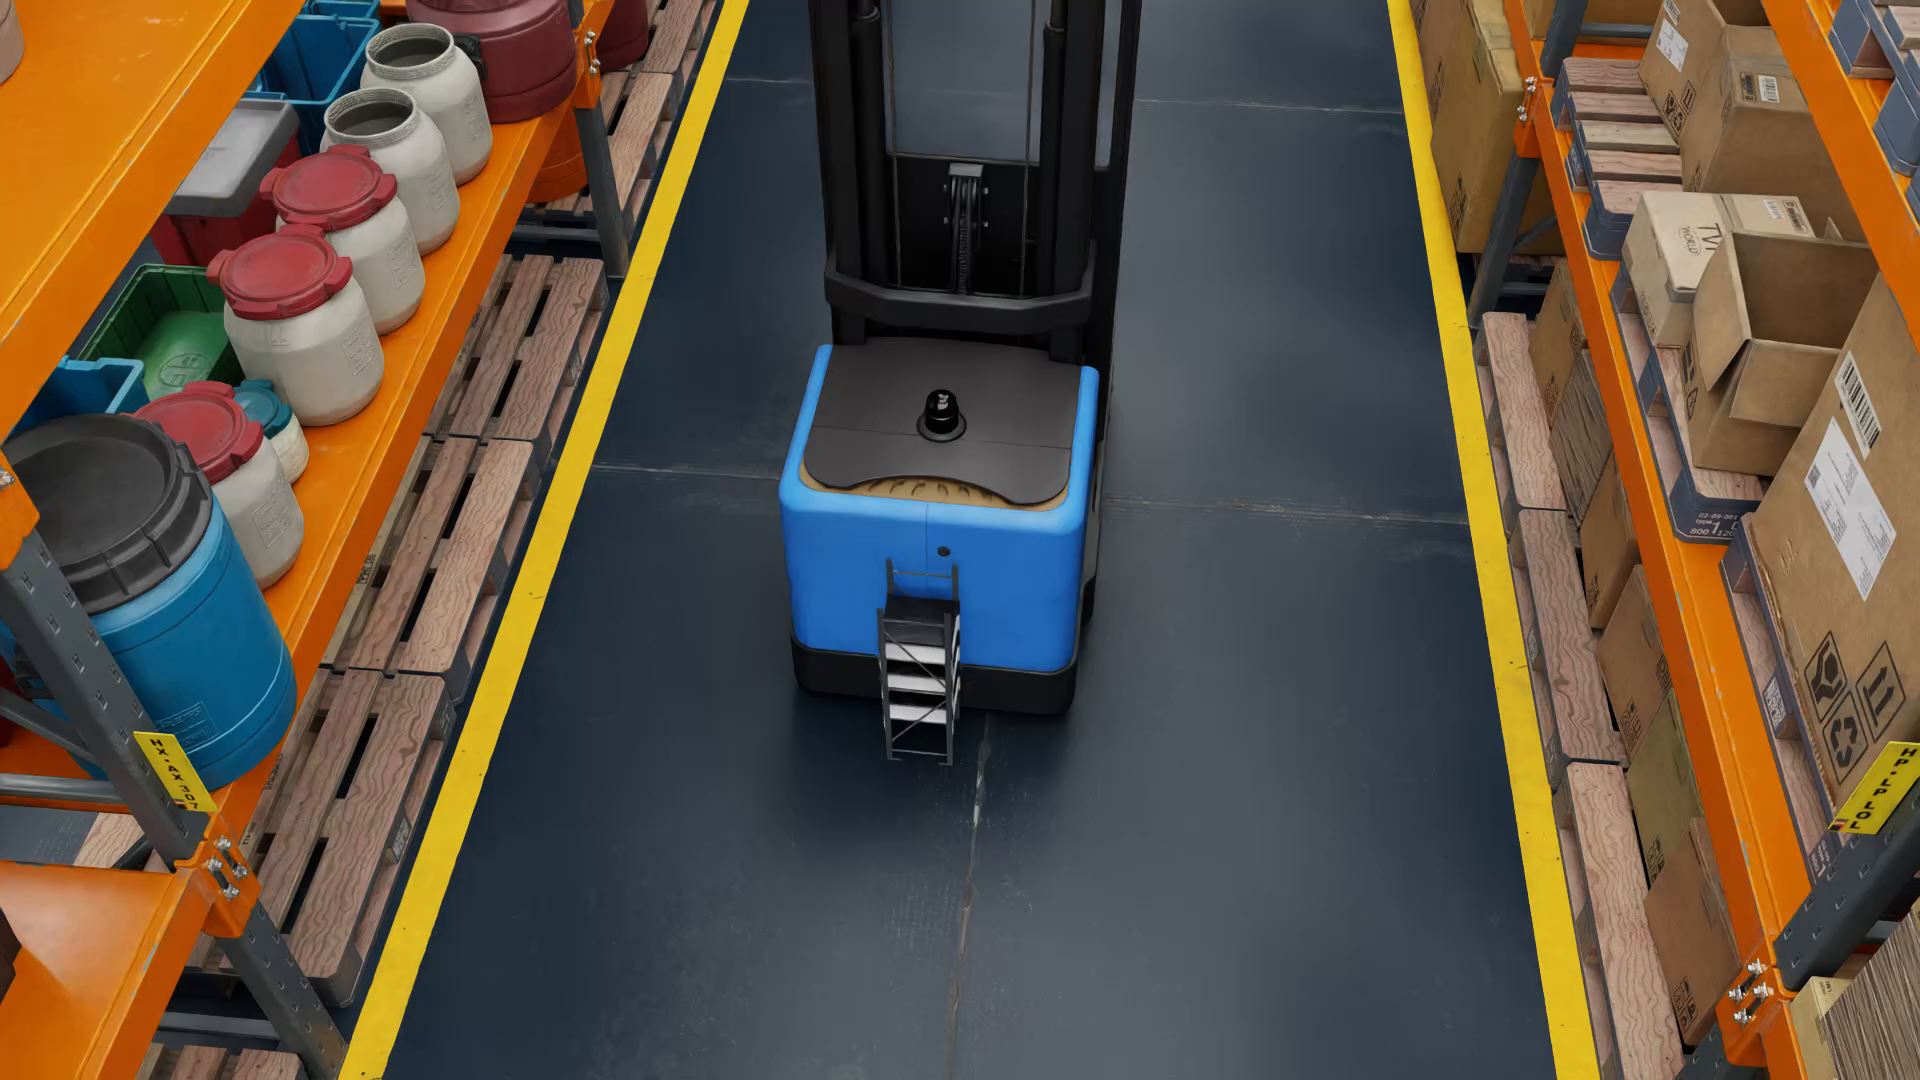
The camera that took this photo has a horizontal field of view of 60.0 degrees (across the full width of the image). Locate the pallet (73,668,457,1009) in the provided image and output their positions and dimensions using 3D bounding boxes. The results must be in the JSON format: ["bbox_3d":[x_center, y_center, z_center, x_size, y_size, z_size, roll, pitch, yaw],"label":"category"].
[{"bbox_3d":[-2.416,0.976,5.740,1.003,0.211,1.213,4,48,4],"label":"pallet"}]

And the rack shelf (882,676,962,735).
[{"bbox_3d":[-0.134,0.576,5.922,0.258,0.077,0.200,5,50,5],"label":"rack shelf"}]

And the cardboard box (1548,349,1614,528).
[{"bbox_3d":[2.769,-0.395,6.500,0.700,0.500,0.500,0,48,0],"label":"cardboard box"}]

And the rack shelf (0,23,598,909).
[{"bbox_3d":[-2.267,-0.613,5.791,1.077,0.370,4.000,4,48,4],"label":"rack shelf"}]

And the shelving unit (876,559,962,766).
[{"bbox_3d":[-0.135,0.440,5.758,0.258,0.900,0.210,5,50,5],"label":"shelving unit"}]

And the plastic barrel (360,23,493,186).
[{"bbox_3d":[-1.965,-1.592,6.124,0.421,0.512,0.421,0,48,0],"label":"plastic barrel"}]

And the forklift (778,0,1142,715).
[{"bbox_3d":[0.079,-1.448,6.114,1.130,2.935,3.031,5,48,5],"label":"forklift"}]

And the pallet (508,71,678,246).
[{"bbox_3d":[-2.054,-1.966,8.431,1.003,0.211,1.213,4,48,4],"label":"pallet"}]

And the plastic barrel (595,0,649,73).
[{"bbox_3d":[-1.954,-2.843,8.693,0.600,0.588,0.708,4,48,4],"label":"plastic barrel"}]

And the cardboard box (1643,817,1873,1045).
[{"bbox_3d":[2.561,1.193,5.048,0.700,0.500,0.500,1,48,1],"label":"cardboard box"}]

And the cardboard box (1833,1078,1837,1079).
[{"bbox_3d":[2.129,1.353,3.676,0.380,0.149,0.250,4,48,4],"label":"cardboard box"}]

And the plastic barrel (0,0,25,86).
[{"bbox_3d":[-2.559,-1.436,3.684,0.600,0.901,0.600,0,48,0],"label":"plastic barrel"}]

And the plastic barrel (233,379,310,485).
[{"bbox_3d":[-2.176,-0.301,5.112,0.301,0.262,0.301,0,48,0],"label":"plastic barrel"}]

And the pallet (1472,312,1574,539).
[{"bbox_3d":[2.775,-0.477,7.069,1.003,0.211,1.213,4,48,4],"label":"pallet"}]

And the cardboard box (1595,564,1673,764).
[{"bbox_3d":[2.674,0.432,5.743,0.700,0.500,0.500,0,48,0],"label":"cardboard box"}]

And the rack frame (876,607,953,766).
[{"bbox_3d":[-0.148,0.517,5.693,0.240,0.900,0.006,5,50,5],"label":"rack frame"}]

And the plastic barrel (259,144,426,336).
[{"bbox_3d":[-2.037,-0.977,5.545,0.433,0.535,0.433,0,48,0],"label":"plastic barrel"}]

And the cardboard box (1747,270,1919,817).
[{"bbox_3d":[2.695,0.029,4.026,1.000,1.000,1.000,4,48,4],"label":"cardboard box"}]

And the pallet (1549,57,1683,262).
[{"bbox_3d":[2.889,-1.396,6.150,1.213,0.211,1.003,4,48,4],"label":"pallet"}]

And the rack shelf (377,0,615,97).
[{"bbox_3d":[-1.902,-3.552,8.479,1.077,0.370,4.000,4,48,4],"label":"rack shelf"}]

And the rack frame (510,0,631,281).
[{"bbox_3d":[-2.084,-2.325,6.870,1.000,3.000,0.127,4,48,4],"label":"rack frame"}]

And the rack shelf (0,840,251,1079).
[{"bbox_3d":[-2.631,2.327,3.103,1.077,0.370,4.000,4,48,4],"label":"rack shelf"}]

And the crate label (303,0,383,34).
[{"bbox_3d":[-2.496,-1.984,6.671,0.303,0.233,0.416,4,48,4],"label":"crate label"}]

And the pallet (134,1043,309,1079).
[{"bbox_3d":[-2.552,2.046,4.761,1.003,0.211,1.213,4,48,4],"label":"pallet"}]

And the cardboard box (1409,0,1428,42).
[{"bbox_3d":[3.094,-3.228,8.850,1.225,0.875,0.875,2,48,2],"label":"cardboard box"}]

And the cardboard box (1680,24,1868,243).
[{"bbox_3d":[2.887,-1.351,5.626,0.700,0.500,0.500,10,48,9],"label":"cardboard box"}]

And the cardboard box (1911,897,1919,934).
[{"bbox_3d":[2.189,0.789,3.074,0.500,0.500,0.500,4,48,4],"label":"cardboard box"}]

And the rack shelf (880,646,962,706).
[{"bbox_3d":[-0.135,0.461,5.783,0.258,0.077,0.200,5,50,5],"label":"rack shelf"}]

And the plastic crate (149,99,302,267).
[{"bbox_3d":[-2.536,-1.180,5.779,0.402,0.464,0.583,4,48,4],"label":"plastic crate"}]

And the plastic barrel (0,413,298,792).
[{"bbox_3d":[-2.112,0.182,4.237,0.600,0.901,0.708,4,48,4],"label":"plastic barrel"}]

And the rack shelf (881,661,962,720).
[{"bbox_3d":[-0.134,0.519,5.852,0.258,0.077,0.200,5,50,5],"label":"rack shelf"}]

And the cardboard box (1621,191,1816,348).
[{"bbox_3d":[2.466,-0.867,5.353,0.500,0.250,0.500,3,48,2],"label":"cardboard box"}]

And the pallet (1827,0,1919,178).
[{"bbox_3d":[2.737,-1.210,3.945,1.213,0.211,1.003,4,48,4],"label":"pallet"}]

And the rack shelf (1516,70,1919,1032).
[{"bbox_3d":[2.666,-0.279,5.486,1.077,0.370,4.000,4,48,4],"label":"rack shelf"}]

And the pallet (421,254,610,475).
[{"bbox_3d":[-2.194,-0.817,7.380,1.003,0.211,1.213,4,48,4],"label":"pallet"}]

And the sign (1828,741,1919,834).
[{"bbox_3d":[1.930,0.522,3.481,0.100,0.325,0.005,4,48,4],"label":"sign"}]

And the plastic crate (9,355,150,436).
[{"bbox_3d":[-2.658,-0.212,4.948,0.392,0.384,0.575,4,48,4],"label":"plastic crate"}]

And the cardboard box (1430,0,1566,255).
[{"bbox_3d":[2.932,-1.922,7.657,1.225,0.875,0.875,2,48,2],"label":"cardboard box"}]

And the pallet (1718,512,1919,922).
[{"bbox_3d":[2.698,0.460,4.452,1.003,0.211,1.213,4,48,4],"label":"pallet"}]
